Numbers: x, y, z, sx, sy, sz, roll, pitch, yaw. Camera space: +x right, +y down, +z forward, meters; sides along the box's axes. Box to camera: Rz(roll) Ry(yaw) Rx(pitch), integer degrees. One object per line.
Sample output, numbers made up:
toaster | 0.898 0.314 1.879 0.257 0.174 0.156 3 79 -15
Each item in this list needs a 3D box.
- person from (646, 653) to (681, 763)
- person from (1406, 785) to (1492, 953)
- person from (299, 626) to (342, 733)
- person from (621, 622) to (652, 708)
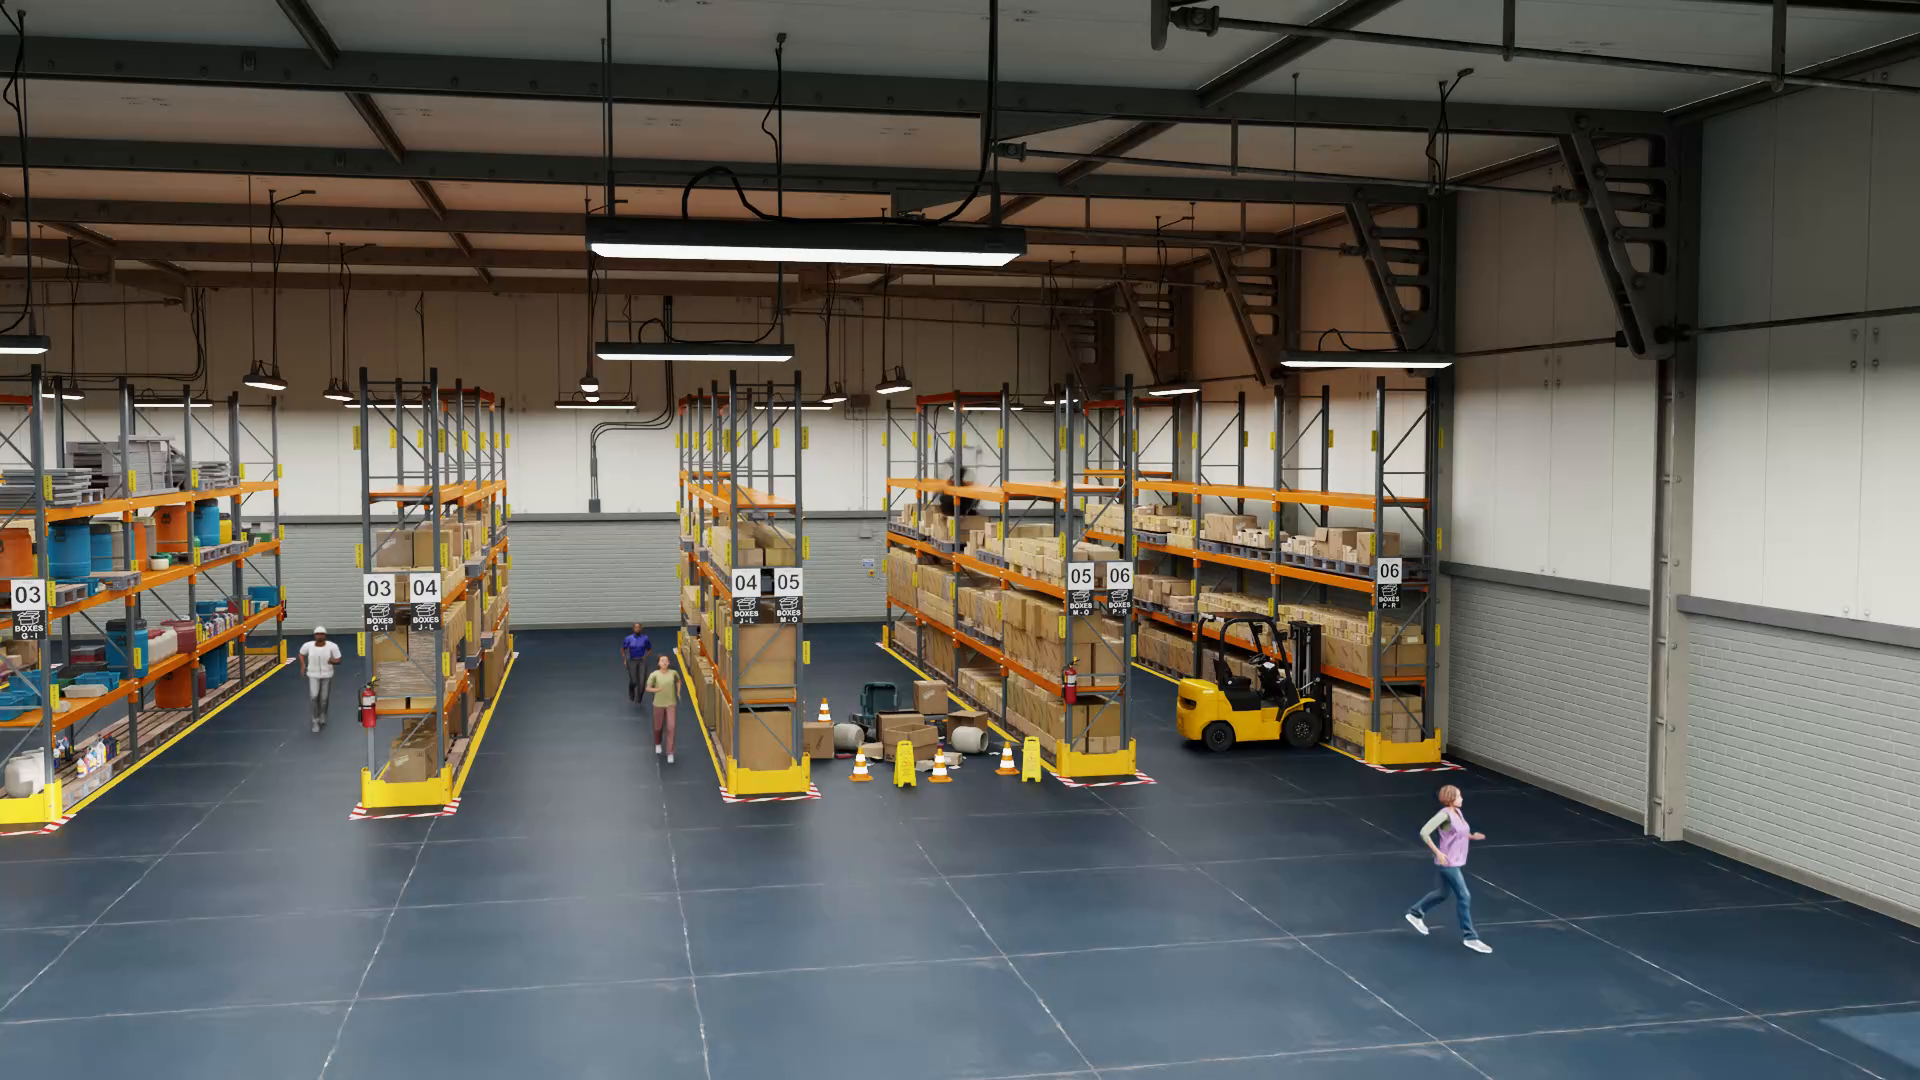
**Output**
person | -4.622 2.595 25.999 0.574 1.653 0.970 -1 4 -16
person | 4.826 3.203 16.390 0.866 1.595 0.532 2 4 31
person | -11.099 2.400 28.880 0.679 1.828 0.816 -1 4 -23
person | -6.060 2.350 31.238 0.578 1.601 0.556 -1 4 -17
